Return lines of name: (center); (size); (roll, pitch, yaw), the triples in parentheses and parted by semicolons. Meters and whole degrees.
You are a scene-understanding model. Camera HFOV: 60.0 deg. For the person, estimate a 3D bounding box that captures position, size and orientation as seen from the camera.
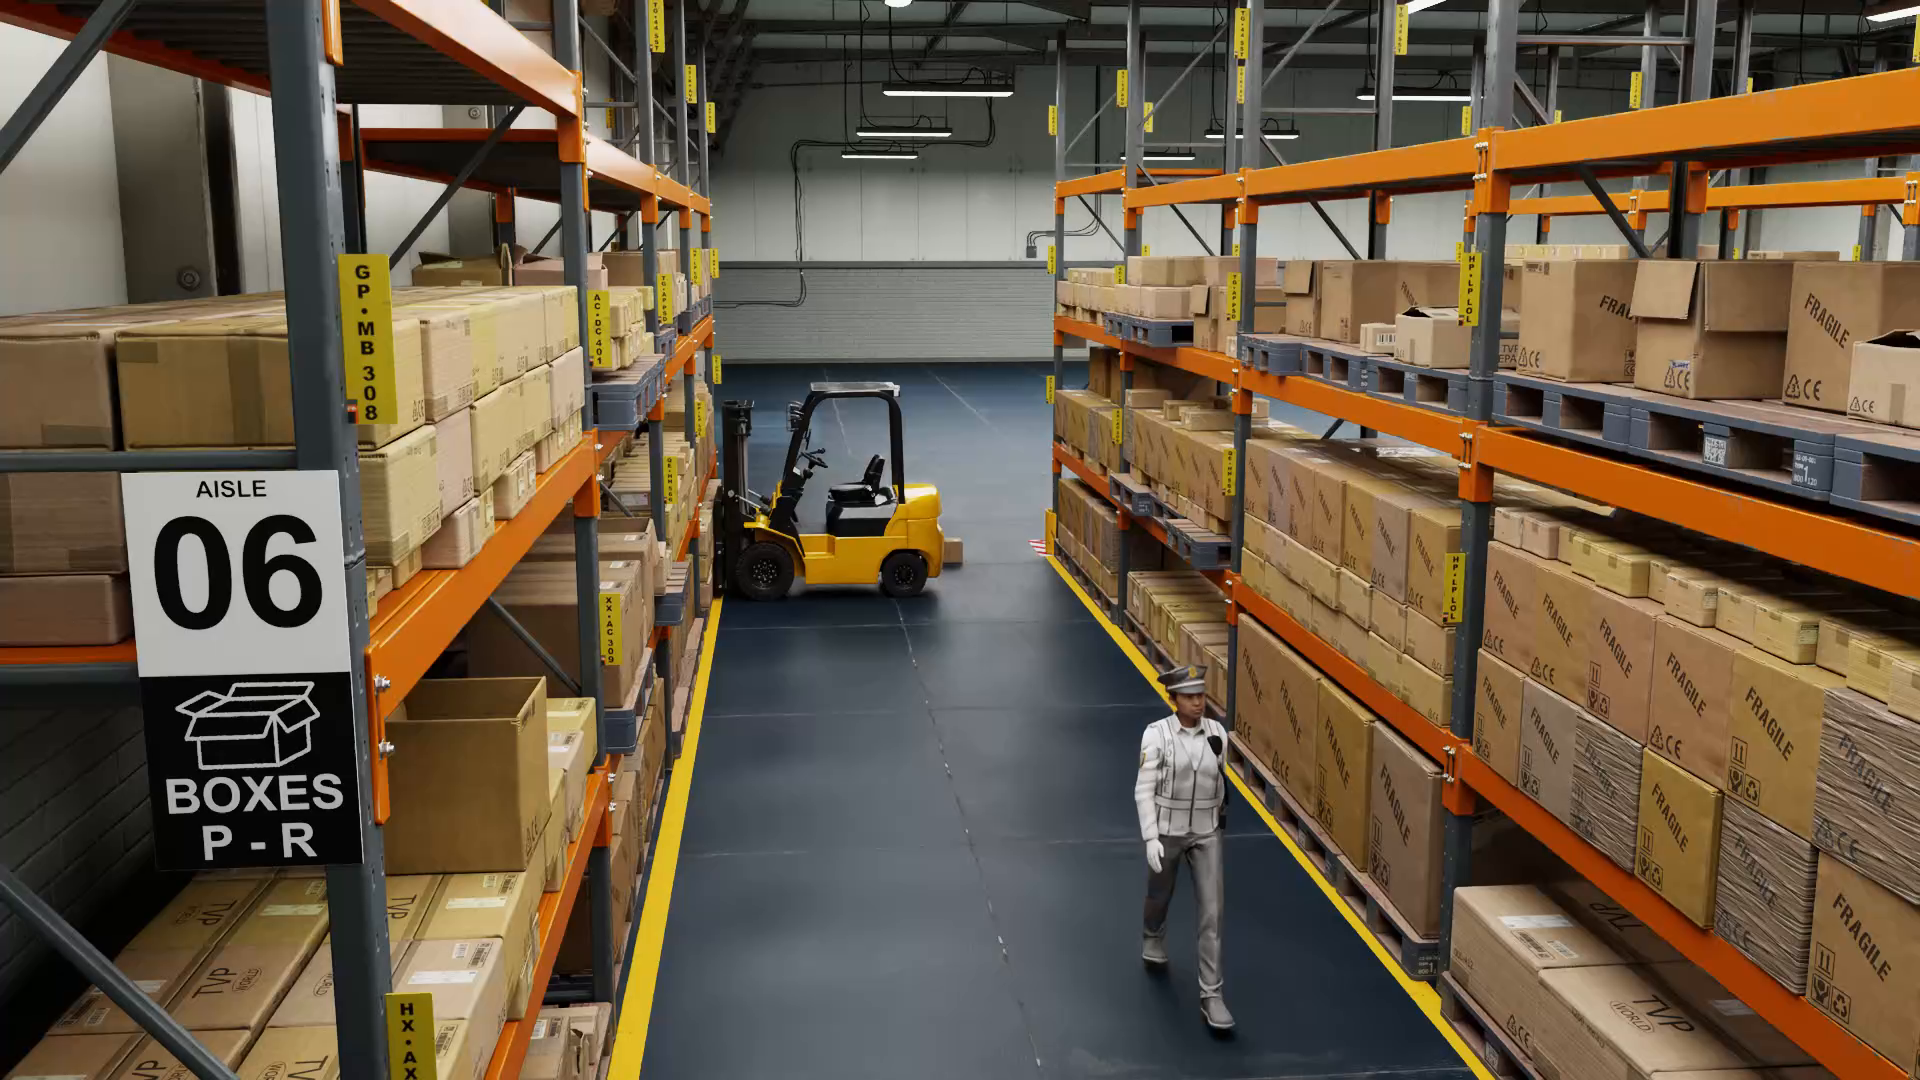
person: (1.075, 1.393, 7.968); (0.491, 1.637, 0.986); (-1, 10, -6)
